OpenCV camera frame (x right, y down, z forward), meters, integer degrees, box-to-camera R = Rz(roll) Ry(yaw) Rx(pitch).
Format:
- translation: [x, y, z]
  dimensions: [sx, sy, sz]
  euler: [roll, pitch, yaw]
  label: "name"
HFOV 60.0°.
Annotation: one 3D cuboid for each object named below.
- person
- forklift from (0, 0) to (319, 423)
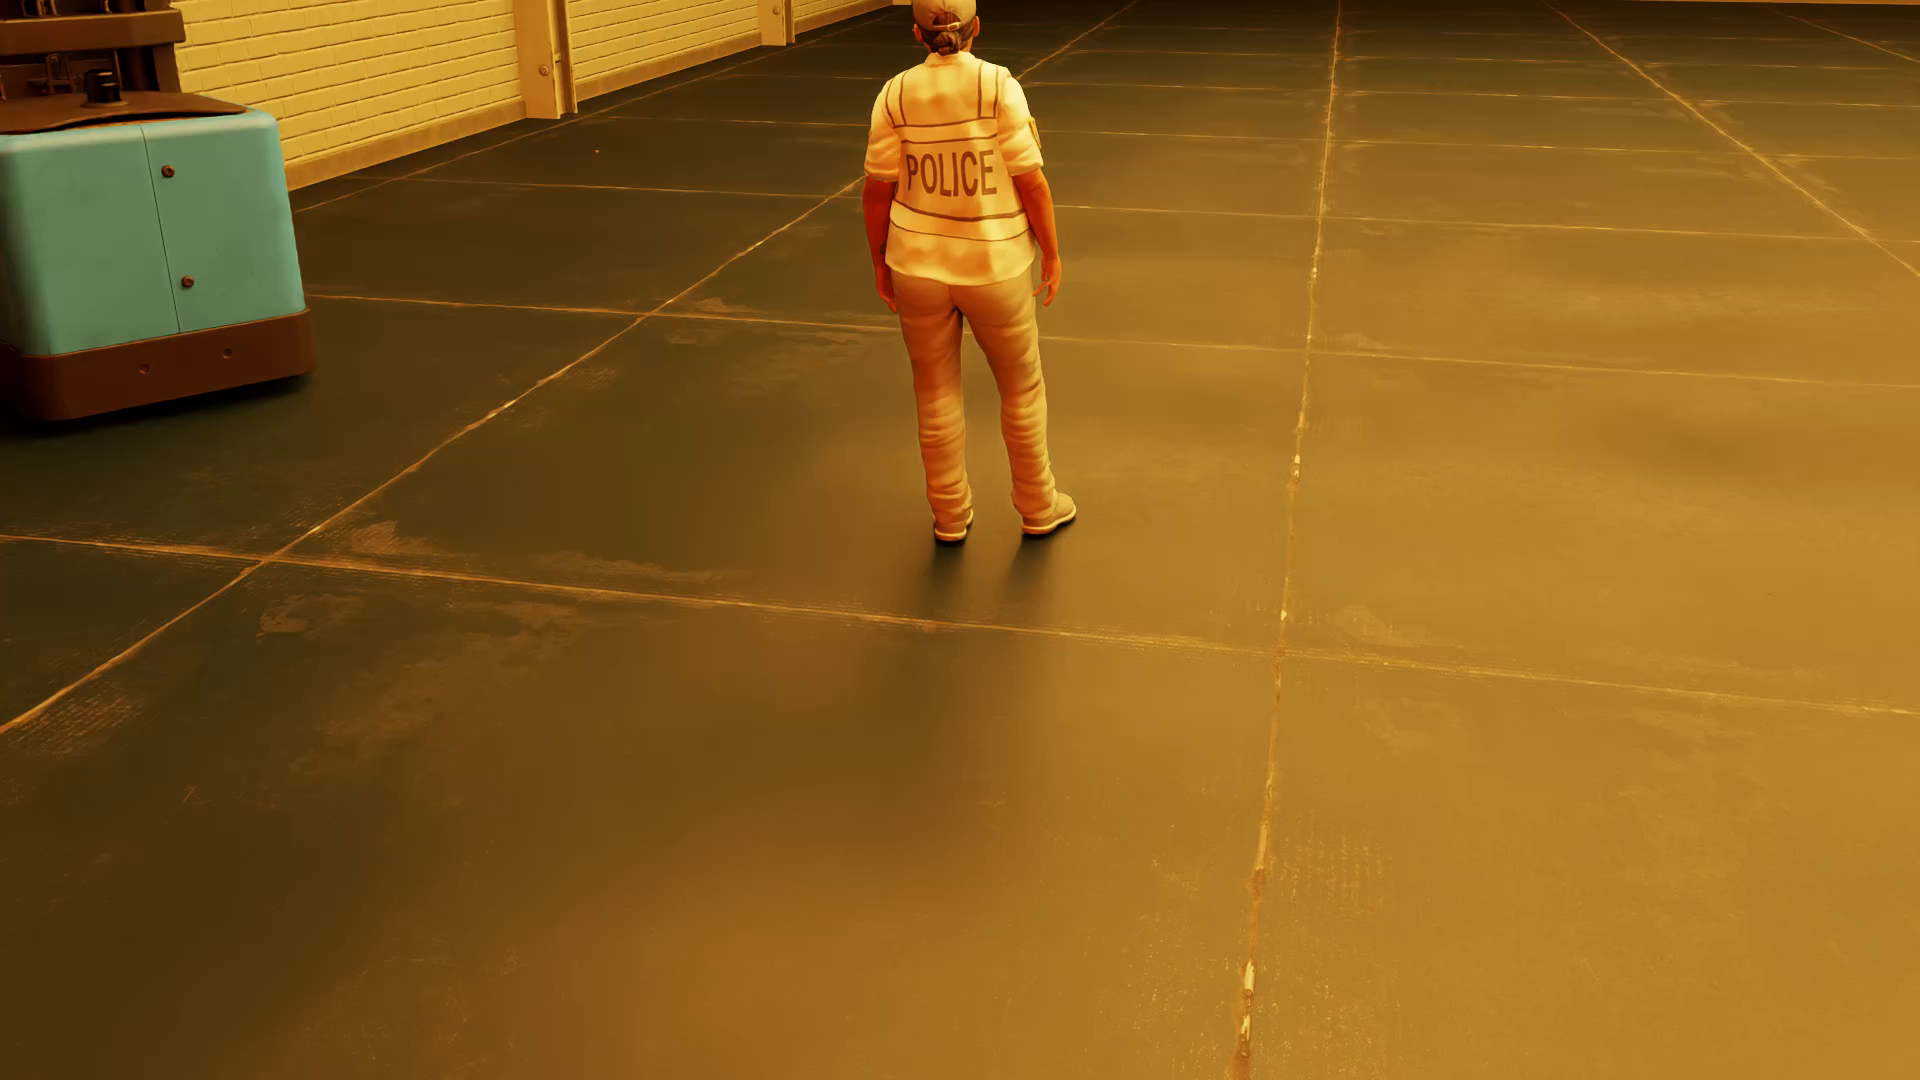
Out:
- translation: [0.039, -0.805, 4.897]
  dimensions: [0.598, 1.670, 0.527]
  euler: [5, 23, 11]
  label: "person"
- translation: [-3.933, -2.257, 6.802]
  dimensions: [1.130, 2.935, 3.031]
  euler: [-19, 29, -39]
  label: "forklift"
